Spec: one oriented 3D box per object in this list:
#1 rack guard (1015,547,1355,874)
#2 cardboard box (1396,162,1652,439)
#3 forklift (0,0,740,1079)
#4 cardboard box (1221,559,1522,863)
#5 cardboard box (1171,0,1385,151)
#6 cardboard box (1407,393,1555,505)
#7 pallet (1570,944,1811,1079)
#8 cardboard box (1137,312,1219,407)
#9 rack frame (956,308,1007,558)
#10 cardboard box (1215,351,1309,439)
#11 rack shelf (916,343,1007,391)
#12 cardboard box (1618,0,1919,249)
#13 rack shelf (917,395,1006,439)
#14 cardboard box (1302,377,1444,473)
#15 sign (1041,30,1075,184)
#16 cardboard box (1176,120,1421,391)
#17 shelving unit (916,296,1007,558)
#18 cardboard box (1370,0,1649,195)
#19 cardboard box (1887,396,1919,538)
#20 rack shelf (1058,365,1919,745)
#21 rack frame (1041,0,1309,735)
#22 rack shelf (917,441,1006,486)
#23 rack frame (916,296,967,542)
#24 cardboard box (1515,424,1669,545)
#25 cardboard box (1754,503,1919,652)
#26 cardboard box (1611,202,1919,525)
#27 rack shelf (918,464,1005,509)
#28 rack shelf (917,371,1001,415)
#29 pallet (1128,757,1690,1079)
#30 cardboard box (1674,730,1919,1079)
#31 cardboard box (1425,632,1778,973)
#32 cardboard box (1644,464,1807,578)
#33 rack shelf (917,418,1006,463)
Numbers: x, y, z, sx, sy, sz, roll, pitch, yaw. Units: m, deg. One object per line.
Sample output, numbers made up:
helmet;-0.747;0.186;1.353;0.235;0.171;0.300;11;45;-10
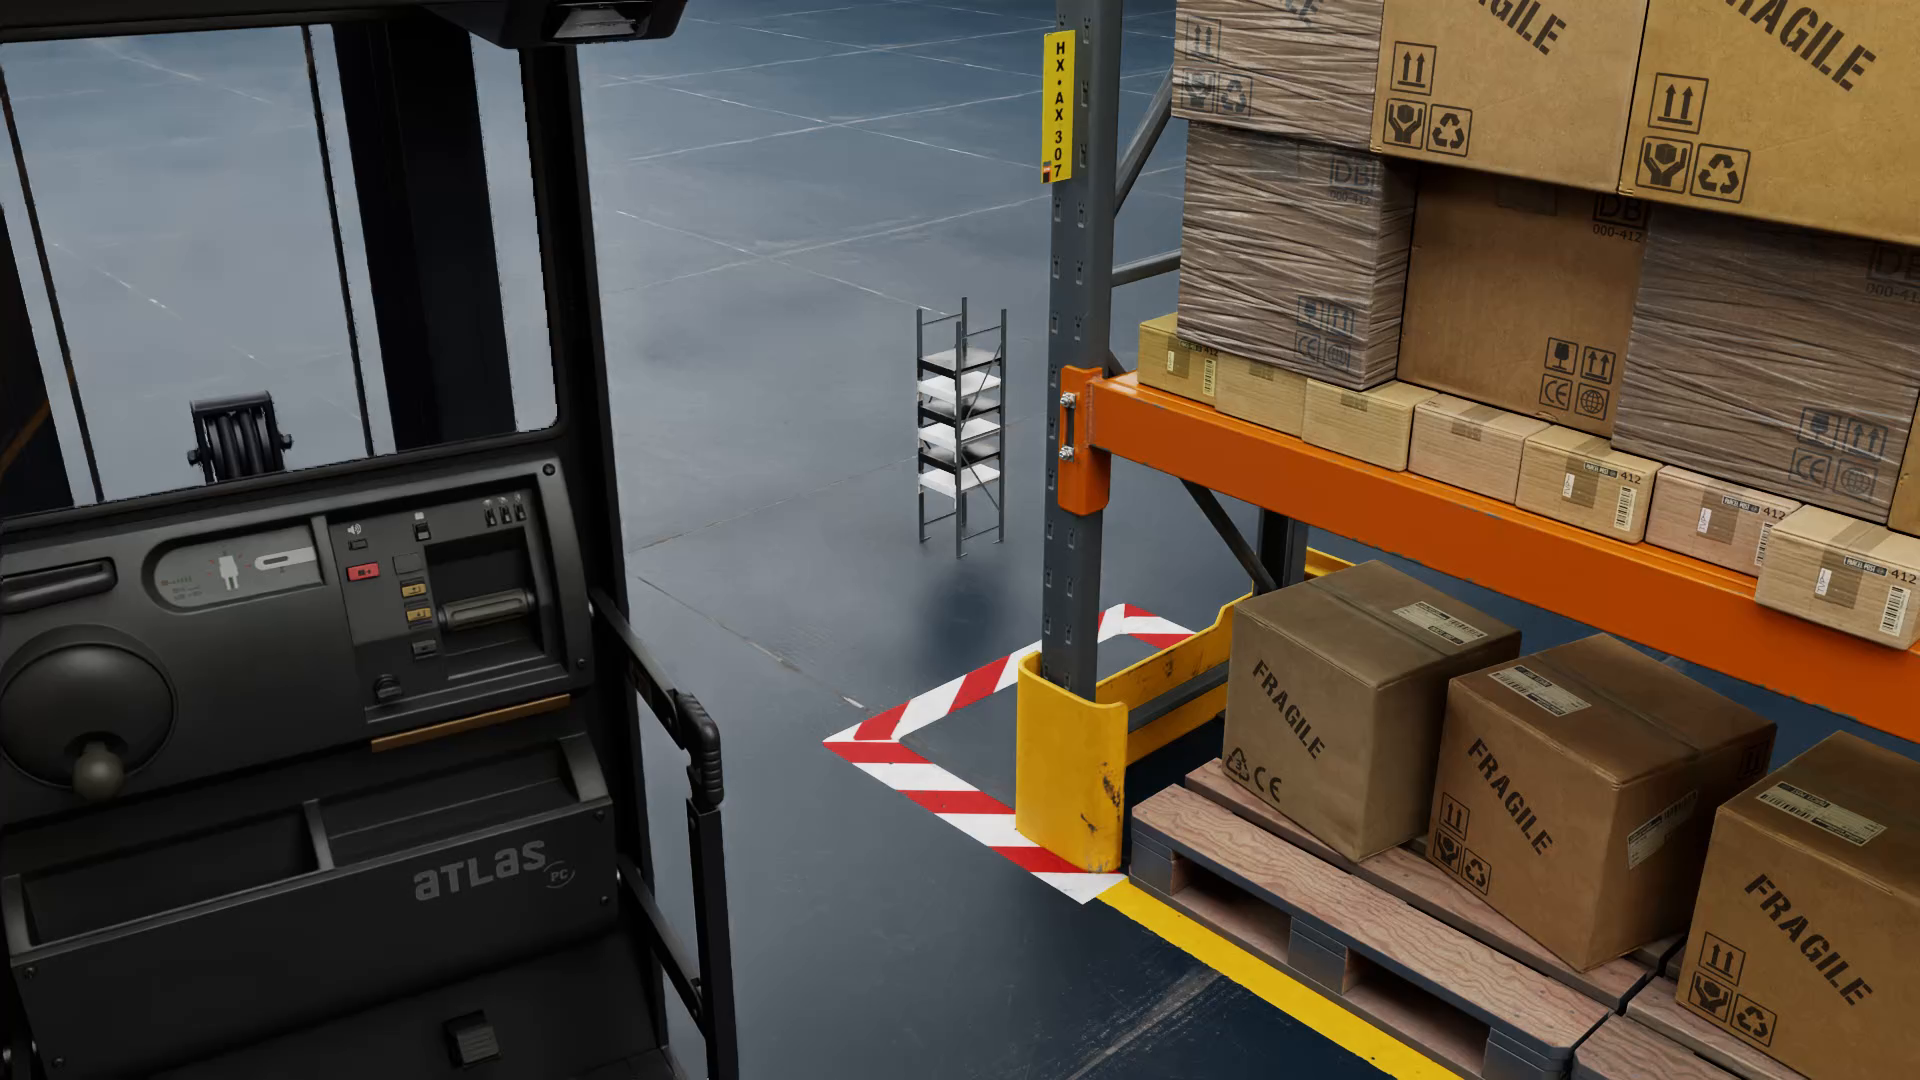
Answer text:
rack guard;0.669;0.437;4.689;1.175;0.500;0.348;-21;32;-38
cardboard box;1.402;-0.612;3.499;0.875;0.500;0.500;-21;32;-38
forklift;-0.946;0.154;2.381;1.130;2.935;3.031;-13;27;-25
cardboard box;1.031;0.417;4.227;0.500;0.500;0.500;-15;28;-29
cardboard box;0.794;-1.115;3.396;0.500;0.500;0.500;-21;32;-38
cardboard box;1.140;-0.224;3.429;0.380;0.149;0.250;-21;32;-38
pallet;2.028;1.194;3.378;1.003;0.211;1.213;-21;32;-38
cardboard box;0.638;-0.455;3.936;0.380;0.149;0.250;-21;32;-38
rack frame;0.075;-0.376;5.990;0.240;0.900;0.006;-21;32;-38
cardboard box;0.794;-0.374;3.758;0.380;0.149;0.250;-21;32;-38
rack shelf;0.006;-0.622;5.960;0.258;0.077;0.200;-21;32;-38
cardboard box;1.473;-0.810;2.729;0.500;0.500;0.500;-21;32;-38
rack shelf;0.006;-0.459;6.034;0.258;0.077;0.200;-21;32;-38
cardboard box;0.954;-0.294;3.582;0.380;0.149;0.250;-21;32;-38
sign;0.221;-0.963;3.704;0.100;0.325;0.005;-21;32;-38
cardboard box;0.973;-0.729;3.756;0.875;0.500;0.500;-21;32;-38
shelving unit;0.006;-0.407;6.058;0.258;0.900;0.210;-21;32;-38
cardboard box;1.130;-0.961;3.060;0.500;0.500;0.500;-21;32;-38
cardboard box;2.045;-0.293;2.800;0.875;0.500;0.500;-21;32;-38
rack shelf;1.984;0.210;3.042;1.077;0.370;4.000;-21;32;-38
rack frame;0.617;-0.723;4.221;1.000;3.000;0.127;-21;32;-38
rack shelf;0.006;-0.295;6.109;0.258;0.077;0.200;-21;32;-38
rack frame;-0.064;-0.438;6.125;0.240;0.900;0.006;-21;32;-38
cardboard box;1.306;-0.146;3.259;0.380;0.149;0.250;-21;32;-38
cardboard box;1.592;0.027;2.879;0.380;0.149;0.250;-21;32;-38
cardboard box;1.712;-0.448;3.140;0.875;0.500;0.500;-21;32;-38
rack shelf;0.006;-0.213;6.146;0.258;0.077;0.200;-21;32;-38
rack shelf;0.006;-0.540;5.997;0.258;0.077;0.200;-21;32;-38
pallet;1.198;0.825;4.188;1.003;0.211;1.213;-21;32;-38
cardboard box;1.879;0.784;3.424;0.500;0.500;0.500;-18;30;-34
cardboard box;1.465;0.588;3.852;0.500;0.500;0.500;-12;27;-25
cardboard box;1.497;-0.078;3.110;0.380;0.149;0.250;-21;32;-38
rack shelf;0.006;-0.377;6.072;0.258;0.077;0.200;-21;32;-38
